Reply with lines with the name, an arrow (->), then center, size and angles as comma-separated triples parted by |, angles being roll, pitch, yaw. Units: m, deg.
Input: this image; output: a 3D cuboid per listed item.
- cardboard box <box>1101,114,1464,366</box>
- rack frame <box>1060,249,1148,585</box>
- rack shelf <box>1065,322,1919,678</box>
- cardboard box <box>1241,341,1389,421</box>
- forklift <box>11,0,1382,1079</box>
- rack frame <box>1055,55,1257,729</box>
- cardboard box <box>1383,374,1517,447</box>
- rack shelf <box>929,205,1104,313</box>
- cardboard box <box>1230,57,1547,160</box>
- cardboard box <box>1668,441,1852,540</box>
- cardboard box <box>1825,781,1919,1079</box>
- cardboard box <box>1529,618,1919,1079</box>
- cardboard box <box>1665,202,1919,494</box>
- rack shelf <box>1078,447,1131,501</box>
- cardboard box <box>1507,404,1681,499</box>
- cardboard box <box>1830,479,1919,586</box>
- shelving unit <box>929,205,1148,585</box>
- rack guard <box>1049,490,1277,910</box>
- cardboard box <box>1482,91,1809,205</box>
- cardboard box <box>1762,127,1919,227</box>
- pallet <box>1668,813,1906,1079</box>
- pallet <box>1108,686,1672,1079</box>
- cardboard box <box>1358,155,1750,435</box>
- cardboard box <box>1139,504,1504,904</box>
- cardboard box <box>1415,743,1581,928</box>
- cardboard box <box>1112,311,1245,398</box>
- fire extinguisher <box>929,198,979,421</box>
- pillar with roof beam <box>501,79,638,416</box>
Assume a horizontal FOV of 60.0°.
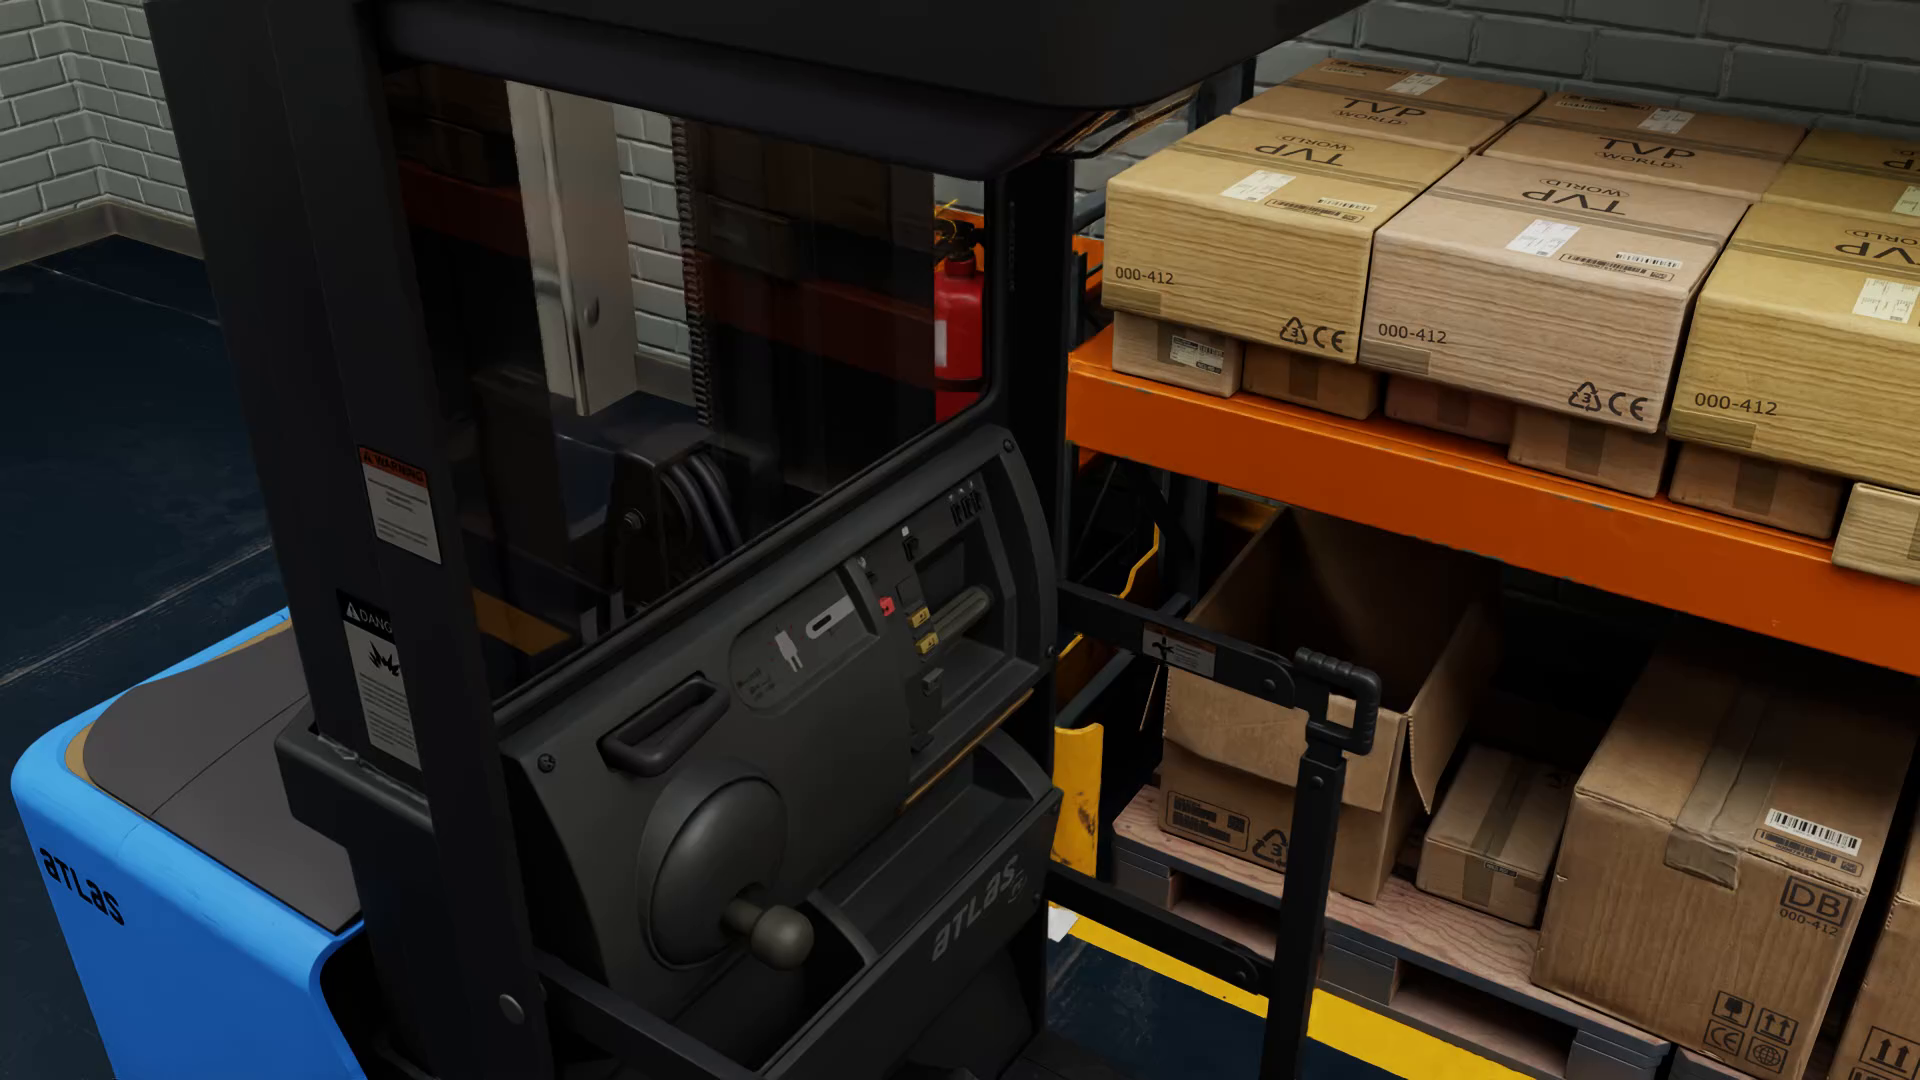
cardboard box -> 0.606, -0.581, 3.122 | 0.500, 0.250, 0.500 | 18, 35, 28
rack frame -> 0.425, -0.351, 4.736 | 0.032, 1.125, 0.500 | 17, 35, 27
rack shelf -> 2.059, 0.093, 2.828 | 4.000, 0.370, 1.077 | 18, 35, 27
cardboard box -> 0.737, -0.392, 3.194 | 0.250, 0.149, 0.380 | 18, 35, 29
forklift -> 0.014, 0.208, 1.985 | 3.031, 2.935, 1.130 | 19, 35, 29
rack frame -> 0.365, -0.754, 3.565 | 0.127, 3.000, 1.000 | 18, 35, 27
cardboard box -> 0.978, -0.336, 3.098 | 0.250, 0.149, 0.380 | 17, 34, 27
rack shelf -> -0.006, -0.740, 4.821 | 1.000, 0.278, 0.538 | 17, 35, 27
cardboard box -> 0.896, -0.807, 3.511 | 0.500, 0.250, 0.500 | 19, 35, 29
cardboard box -> 1.388, -0.173, 2.820 | 0.250, 0.149, 0.380 | 18, 35, 28
cardboard box -> 1.930, 0.779, 3.002 | 0.500, 0.500, 0.500 | 18, 35, 28
cardboard box -> 1.536, 0.595, 3.318 | 0.500, 0.500, 0.700 | 19, 35, 29
cardboard box -> 1.464, -0.311, 2.661 | 0.500, 0.250, 0.500 | 17, 34, 26
rack shelf -> -0.006, -0.276, 5.092 | 1.000, 0.278, 0.538 | 17, 35, 27
cardboard box -> 1.160, -0.242, 2.938 | 0.250, 0.149, 0.380 | 19, 35, 29
cardboard box -> 1.562, -0.074, 2.649 | 0.250, 0.149, 0.380 | 17, 34, 26
shelving unit -> -0.006, -0.487, 4.968 | 1.048, 1.125, 0.538 | 17, 35, 27
rack guard -> 0.429, 0.347, 4.160 | 0.348, 0.500, 1.175 | 18, 35, 27
cardboard box -> 1.332, -0.669, 3.273 | 0.500, 0.250, 0.500 | 18, 35, 27
cardboard box -> 1.749, -0.534, 3.042 | 0.500, 0.250, 0.500 | 19, 35, 29
pallet -> 2.134, 1.012, 3.306 | 1.213, 0.211, 1.003 | 18, 35, 27
pallet -> 1.105, 0.685, 3.867 | 1.213, 0.211, 1.003 | 18, 35, 27
cardboard box -> 1.033, -0.446, 2.891 | 0.500, 0.250, 0.500 | 18, 35, 28
cardboard box -> 0.832, 0.348, 3.738 | 0.637, 0.503, 0.797 | 16, 34, 25
cardboard box -> 1.172, 0.631, 3.604 | 0.250, 0.149, 0.380 | 16, 34, 25
cardboard box -> 0.497, -0.440, 3.277 | 0.250, 0.149, 0.380 | 17, 34, 27
fire extinguisher -> -0.005, -0.401, 3.408 | 0.183, 0.674, 0.296 | 18, 35, 27
pillar with roof beam -> -3.728, -2.614, 0.801 | 0.400, 9.000, 9.100 | 18, 35, 27
